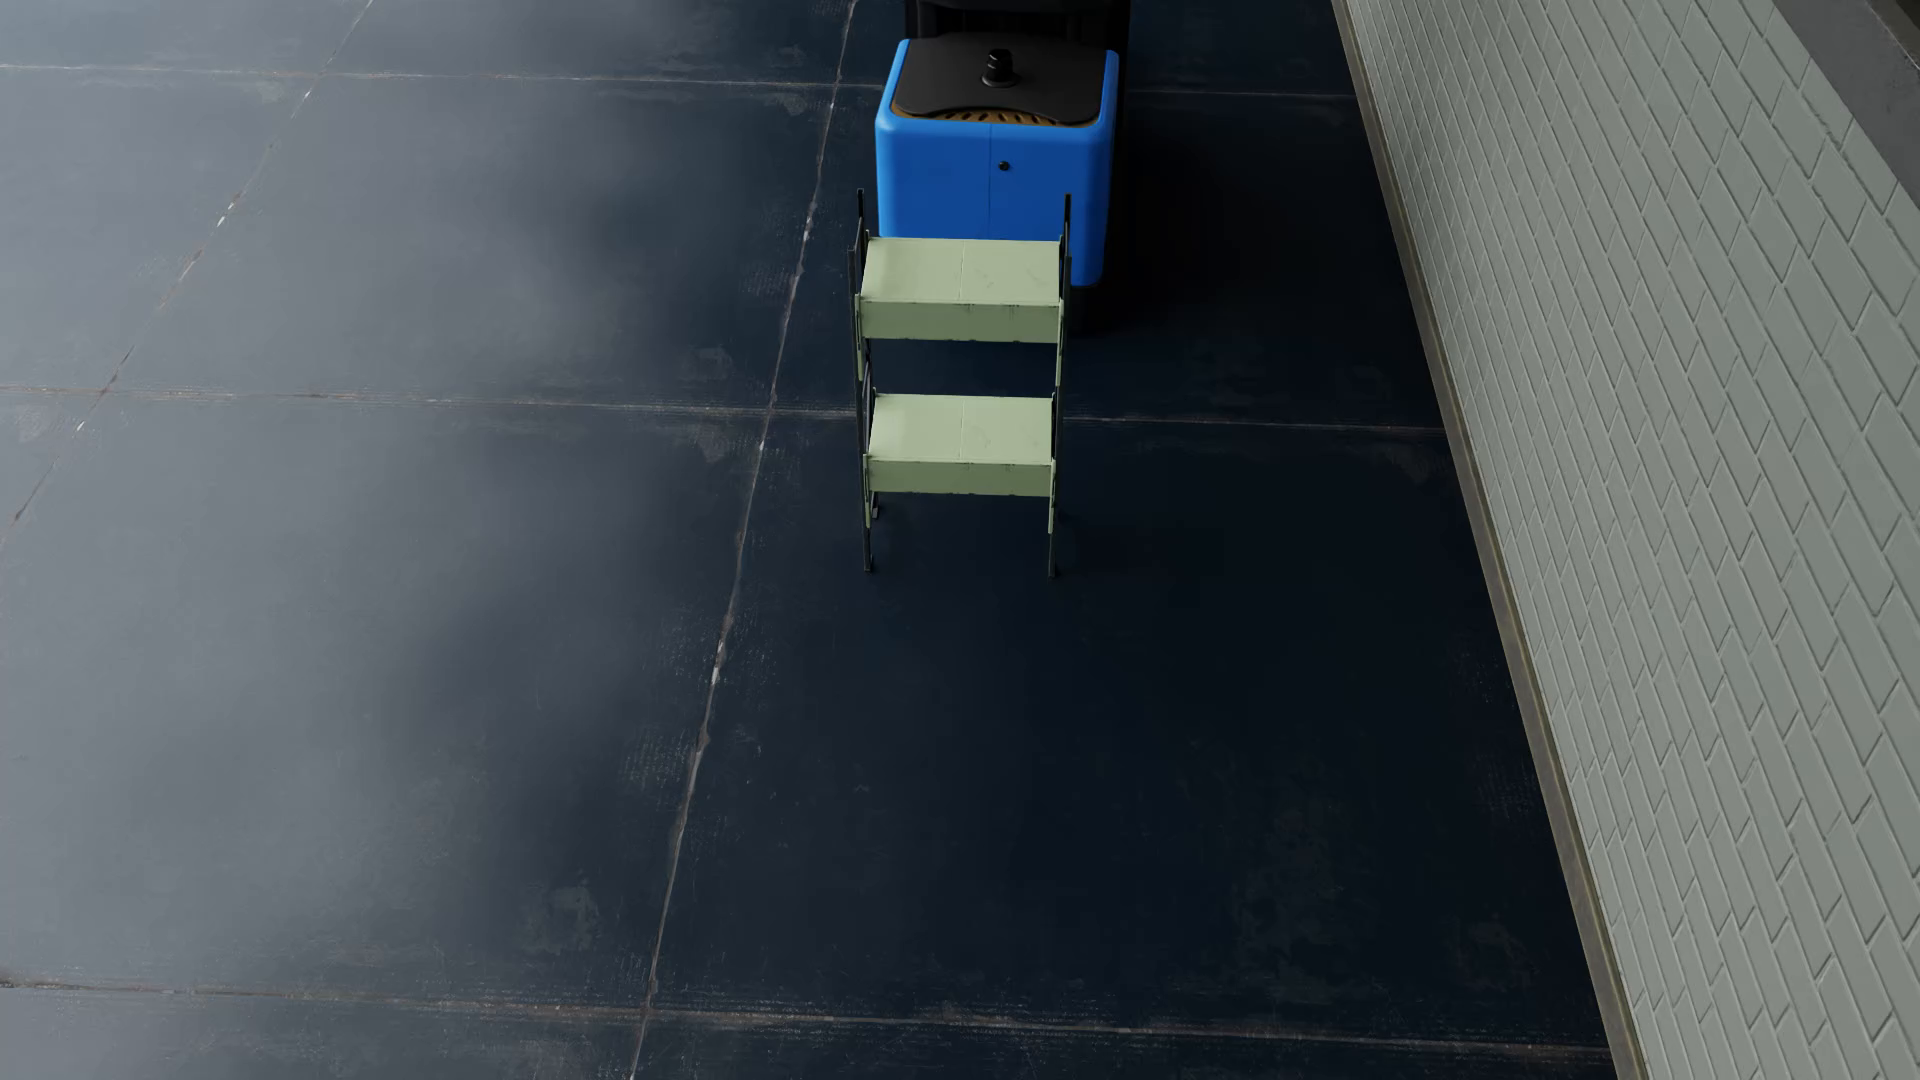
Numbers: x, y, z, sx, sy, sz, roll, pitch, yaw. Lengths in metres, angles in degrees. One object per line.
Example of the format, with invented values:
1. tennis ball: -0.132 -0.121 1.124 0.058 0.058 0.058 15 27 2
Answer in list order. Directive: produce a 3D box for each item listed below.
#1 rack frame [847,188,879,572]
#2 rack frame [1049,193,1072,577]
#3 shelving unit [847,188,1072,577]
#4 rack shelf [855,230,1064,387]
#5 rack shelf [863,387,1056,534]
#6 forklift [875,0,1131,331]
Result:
1. rack frame: -0.359 -0.560 6.251 0.023 1.500 0.400 2 43 2
2. rack frame: 0.372 -0.537 6.227 0.023 1.500 0.400 2 43 2
3. shelving unit: 0.007 -0.549 6.239 0.755 1.500 0.431 2 43 2
4. rack shelf: 0.007 -0.834 5.973 0.720 0.370 0.431 2 43 2
5. rack shelf: 0.007 -0.310 6.461 0.720 0.370 0.431 2 43 2
6. forklift: 0.304 -3.042 7.865 1.130 2.935 3.031 5 43 5
